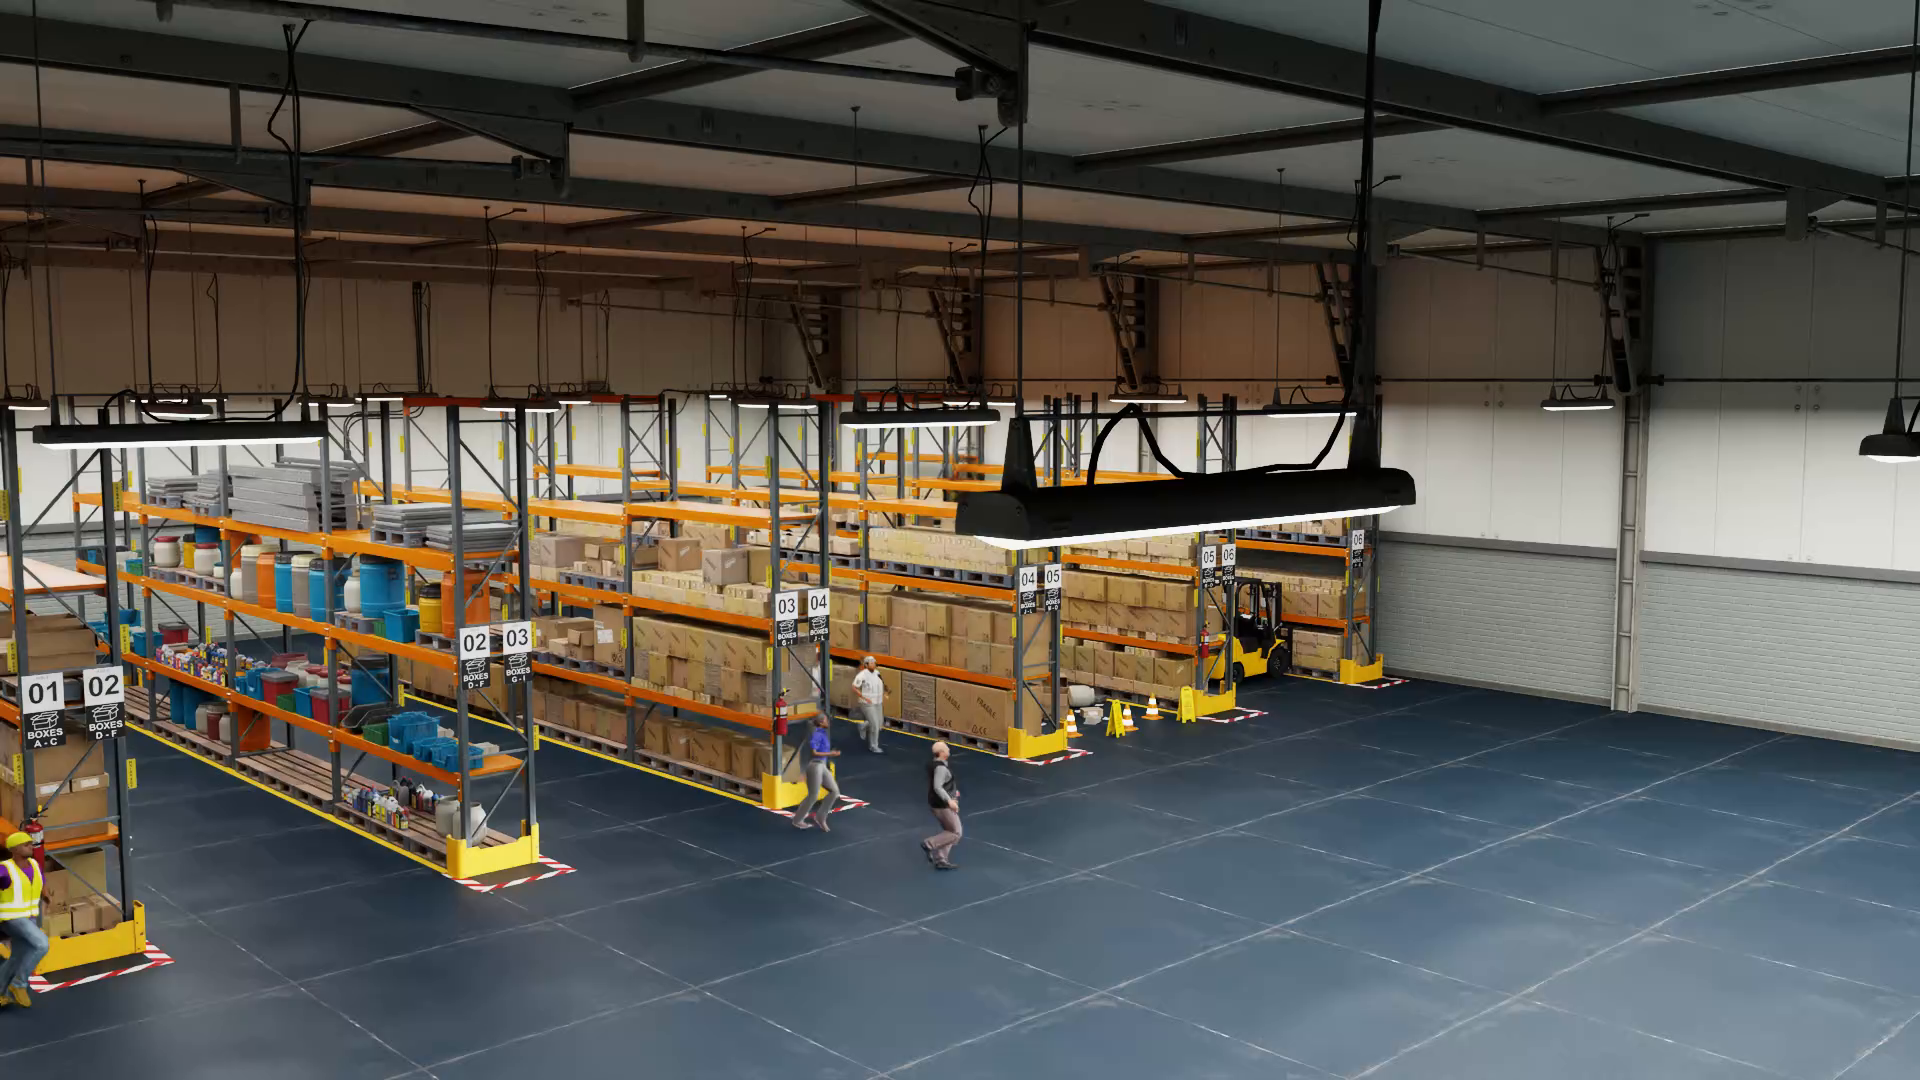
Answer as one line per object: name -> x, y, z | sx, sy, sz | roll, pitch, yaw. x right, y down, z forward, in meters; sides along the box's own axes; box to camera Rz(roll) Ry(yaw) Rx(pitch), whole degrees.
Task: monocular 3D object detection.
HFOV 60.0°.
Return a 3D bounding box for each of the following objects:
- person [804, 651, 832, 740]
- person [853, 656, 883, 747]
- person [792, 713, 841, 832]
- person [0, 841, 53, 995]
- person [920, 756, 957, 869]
person -> -2.465, 2.676, 28.774 | 0.584, 1.625, 0.699 | 4, 7, 39
person -> -1.558, 2.747, 28.416 | 0.576, 1.555, 0.582 | 5, 7, 40
person -> -1.989, 3.271, 23.471 | 0.674, 1.663, 0.603 | 1, 6, 13
person -> -9.513, 3.818, 16.881 | 0.666, 1.607, 0.712 | 1, 6, 6
person -> -0.284, 3.531, 21.470 | 0.522, 1.485, 0.660 | -2, 6, -15
